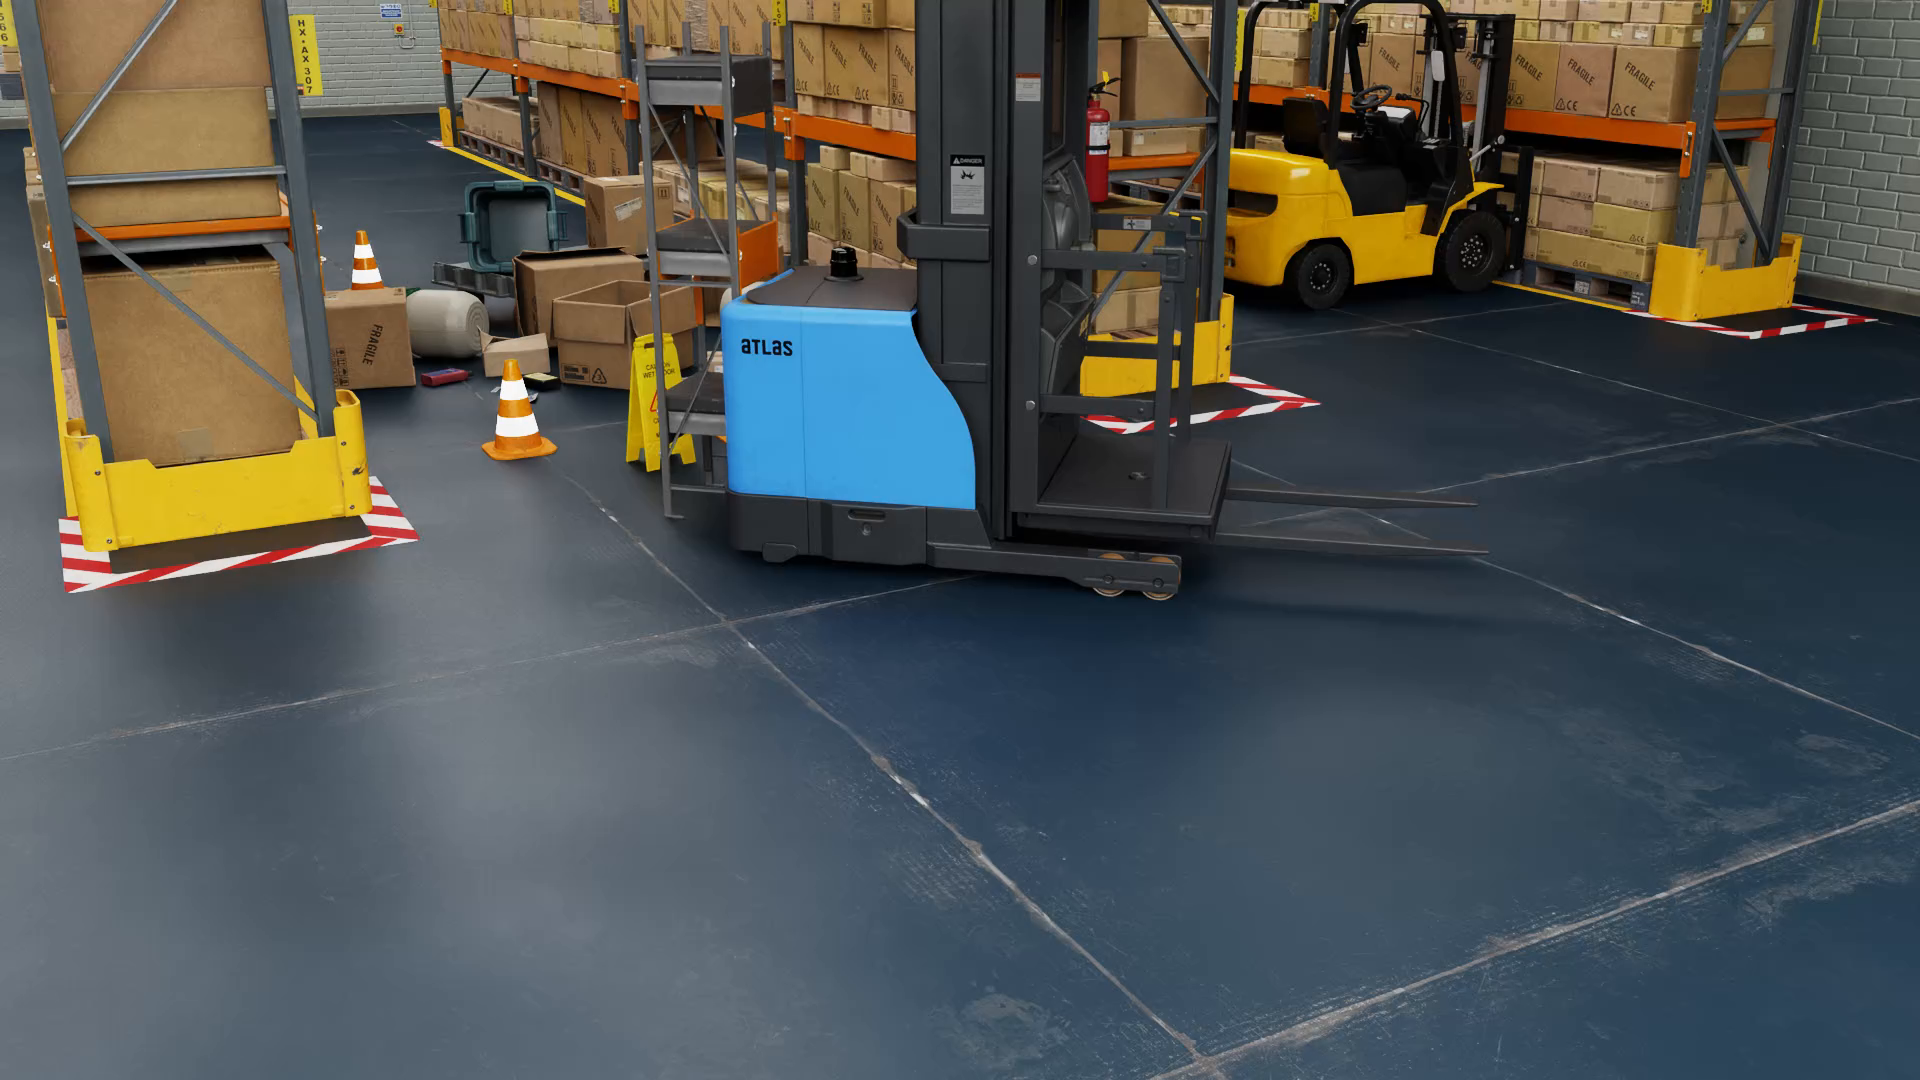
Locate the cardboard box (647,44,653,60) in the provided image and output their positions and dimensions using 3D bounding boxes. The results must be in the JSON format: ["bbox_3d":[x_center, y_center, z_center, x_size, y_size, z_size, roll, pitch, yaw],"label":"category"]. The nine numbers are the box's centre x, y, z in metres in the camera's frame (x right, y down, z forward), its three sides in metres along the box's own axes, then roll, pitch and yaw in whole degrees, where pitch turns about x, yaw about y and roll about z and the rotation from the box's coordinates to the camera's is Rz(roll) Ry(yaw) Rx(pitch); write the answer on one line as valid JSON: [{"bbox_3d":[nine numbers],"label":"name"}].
[{"bbox_3d":[-2.636,-4.470,15.229,0.380,0.149,0.250,-11,22,-30],"label":"cardboard box"}]

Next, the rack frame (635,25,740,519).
[{"bbox_3d":[-1.122,-1.079,7.037,0.400,2.100,0.015,5,19,13],"label":"rack frame"}]

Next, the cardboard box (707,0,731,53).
[{"bbox_3d":[-1.730,-4.225,13.524,0.500,0.500,0.500,-9,21,-25],"label":"cardboard box"}]

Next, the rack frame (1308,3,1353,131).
[{"bbox_3d":[3.535,-4.220,14.764,1.000,3.000,0.127,-10,21,-27],"label":"rack frame"}]

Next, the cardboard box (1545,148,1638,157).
[{"bbox_3d":[4.904,-2.899,12.973,0.500,0.250,0.500,-10,21,-27],"label":"cardboard box"}]

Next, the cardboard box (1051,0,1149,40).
[{"bbox_3d":[0.633,-3.076,9.304,0.700,0.500,0.500,-11,22,-28],"label":"cardboard box"}]

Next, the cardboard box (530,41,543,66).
[{"bbox_3d":[-4.407,-5.361,18.298,0.500,0.250,0.500,-11,22,-28],"label":"cardboard box"}]

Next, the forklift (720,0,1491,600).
[{"bbox_3d":[0.611,-1.341,6.525,3.031,2.935,1.130,4,19,12],"label":"forklift"}]

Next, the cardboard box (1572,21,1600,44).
[{"bbox_3d":[4.698,-3.708,12.130,0.380,0.149,0.250,-10,21,-27],"label":"cardboard box"}]

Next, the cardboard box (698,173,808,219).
[{"bbox_3d":[-1.759,-2.962,14.502,0.950,0.372,0.625,-9,21,-25],"label":"cardboard box"}]

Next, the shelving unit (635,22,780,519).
[{"bbox_3d":[-1.064,-1.156,7.261,0.431,2.100,0.503,5,19,13],"label":"shelving unit"}]

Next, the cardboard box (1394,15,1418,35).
[{"bbox_3d":[3.779,-4.215,13.601,0.380,0.149,0.250,-9,21,-25],"label":"cardboard box"}]

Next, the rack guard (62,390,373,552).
[{"bbox_3d":[-3.229,-0.318,7.286,1.175,0.500,0.348,-10,21,-27],"label":"rack guard"}]

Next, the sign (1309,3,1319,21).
[{"bbox_3d":[3.062,-4.643,14.336,0.100,0.325,0.005,-10,21,-27],"label":"sign"}]

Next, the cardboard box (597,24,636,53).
[{"bbox_3d":[-3.185,-4.864,16.092,0.500,0.250,0.500,-10,21,-27],"label":"cardboard box"}]

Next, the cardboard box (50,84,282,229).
[{"bbox_3d":[-3.457,-1.677,7.163,0.875,0.550,0.550,-10,21,-27],"label":"cardboard box"}]

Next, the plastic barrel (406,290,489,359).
[{"bbox_3d":[-3.252,-1.349,10.391,0.512,0.421,0.421,4,19,11],"label":"plastic barrel"}]

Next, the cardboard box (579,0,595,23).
[{"bbox_3d":[-3.458,-5.373,16.417,0.500,0.500,0.500,-10,21,-26],"label":"cardboard box"}]

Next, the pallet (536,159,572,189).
[{"bbox_3d":[-4.198,-4.219,19.035,1.003,0.211,1.213,-10,21,-27],"label":"pallet"}]

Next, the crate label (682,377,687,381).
[{"bbox_3d":[-1.515,-0.819,9.295,0.298,0.136,0.250,11,22,30],"label":"crate label"}]

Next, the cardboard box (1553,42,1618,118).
[{"bbox_3d":[4.731,-3.370,12.147,0.500,0.500,0.500,-9,21,-25],"label":"cardboard box"}]

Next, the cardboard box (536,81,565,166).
[{"bbox_3d":[-4.266,-4.776,18.986,0.875,0.875,0.875,-9,21,-25],"label":"cardboard box"}]

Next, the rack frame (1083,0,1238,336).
[{"bbox_3d":[1.067,-2.302,9.205,1.000,3.000,0.127,-10,21,-27],"label":"rack frame"}]

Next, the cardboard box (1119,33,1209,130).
[{"bbox_3d":[1.087,-2.669,9.659,0.500,0.500,0.500,-10,22,-27],"label":"cardboard box"}]

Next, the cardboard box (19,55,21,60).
[{"bbox_3d":[-5.623,-2.810,10.524,0.500,0.500,0.500,-10,21,-27],"label":"cardboard box"}]

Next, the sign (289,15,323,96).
[{"bbox_3d":[-2.750,-2.037,6.989,0.100,0.325,0.005,-10,21,-27],"label":"sign"}]

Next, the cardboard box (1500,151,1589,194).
[{"bbox_3d":[4.445,-2.816,12.733,0.500,0.250,0.500,-10,21,-26],"label":"cardboard box"}]

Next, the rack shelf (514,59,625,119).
[{"bbox_3d":[-3.681,-4.833,17.641,1.077,0.370,4.000,-10,21,-27],"label":"rack shelf"}]

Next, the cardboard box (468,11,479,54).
[{"bbox_3d":[-5.812,-6.329,20.722,0.500,0.500,0.500,-9,21,-25],"label":"cardboard box"}]

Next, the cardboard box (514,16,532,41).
[{"bbox_3d":[-4.670,-5.742,18.638,0.500,0.250,0.500,-11,22,-28],"label":"cardboard box"}]

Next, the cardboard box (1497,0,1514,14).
[{"bbox_3d":[4.345,-4.076,12.742,0.380,0.149,0.250,-10,21,-26],"label":"cardboard box"}]

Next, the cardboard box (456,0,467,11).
[{"bbox_3d":[-6.050,-6.940,20.958,0.500,0.500,0.500,-10,21,-27],"label":"cardboard box"}]

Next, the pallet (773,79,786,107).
[{"bbox_3d":[-1.067,-3.602,13.265,1.003,0.211,1.213,-10,21,-27],"label":"pallet"}]

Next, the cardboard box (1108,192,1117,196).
[{"bbox_3d":[0.664,-1.986,10.710,0.500,0.500,0.500,-11,22,-29],"label":"cardboard box"}]

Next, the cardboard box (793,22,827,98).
[{"bbox_3d":[-0.868,-3.469,11.976,0.500,0.500,0.500,-10,21,-27],"label":"cardboard box"}]

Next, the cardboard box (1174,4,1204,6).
[{"bbox_3d":[2.438,-5.459,17.206,0.380,0.149,0.250,-10,22,-28],"label":"cardboard box"}]

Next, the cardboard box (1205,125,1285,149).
[{"bbox_3d":[2.915,-3.668,16.161,0.875,0.625,0.625,-10,22,-27],"label":"cardboard box"}]

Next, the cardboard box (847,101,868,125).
[{"bbox_3d":[-0.559,-2.979,11.552,0.380,0.149,0.250,-9,21,-25],"label":"cardboard box"}]

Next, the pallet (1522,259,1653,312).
[{"bbox_3d":[5.034,-1.967,12.508,1.003,0.211,1.213,-10,21,-27],"label":"pallet"}]

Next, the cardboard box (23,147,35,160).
[{"bbox_3d":[-6.830,-2.749,13.306,1.050,0.750,0.750,-10,22,-27],"label":"cardboard box"}]

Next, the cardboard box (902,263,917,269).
[{"bbox_3d":[-0.046,-1.691,11.004,0.500,0.250,0.500,-11,22,-29],"label":"cardboard box"}]

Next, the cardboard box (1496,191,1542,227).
[{"bbox_3d":[4.435,-2.589,12.841,0.500,0.250,0.500,-11,22,-28],"label":"cardboard box"}]

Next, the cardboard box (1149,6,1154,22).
[{"bbox_3d":[2.081,-5.299,16.741,0.380,0.149,0.250,-10,21,-26],"label":"cardboard box"}]

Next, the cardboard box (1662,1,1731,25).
[{"bbox_3d":[5.078,-3.637,11.469,0.380,0.149,0.250,-10,21,-27],"label":"cardboard box"}]

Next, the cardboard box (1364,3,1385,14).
[{"bbox_3d":[3.644,-4.519,14.026,0.380,0.149,0.250,-10,21,-26],"label":"cardboard box"}]

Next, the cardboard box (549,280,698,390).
[{"bbox_3d":[-1.995,-1.234,9.937,0.637,0.503,0.797,7,20,20],"label":"cardboard box"}]

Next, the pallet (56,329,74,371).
[{"bbox_3d":[-4.848,-1.106,10.014,1.003,0.211,1.213,-10,21,-27],"label":"pallet"}]

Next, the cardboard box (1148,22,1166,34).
[{"bbox_3d":[2.100,-5.072,16.695,0.500,0.250,0.500,-11,22,-28],"label":"cardboard box"}]

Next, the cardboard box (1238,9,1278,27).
[{"bbox_3d":[2.727,-4.843,15.419,0.380,0.149,0.250,-11,22,-28],"label":"cardboard box"}]
